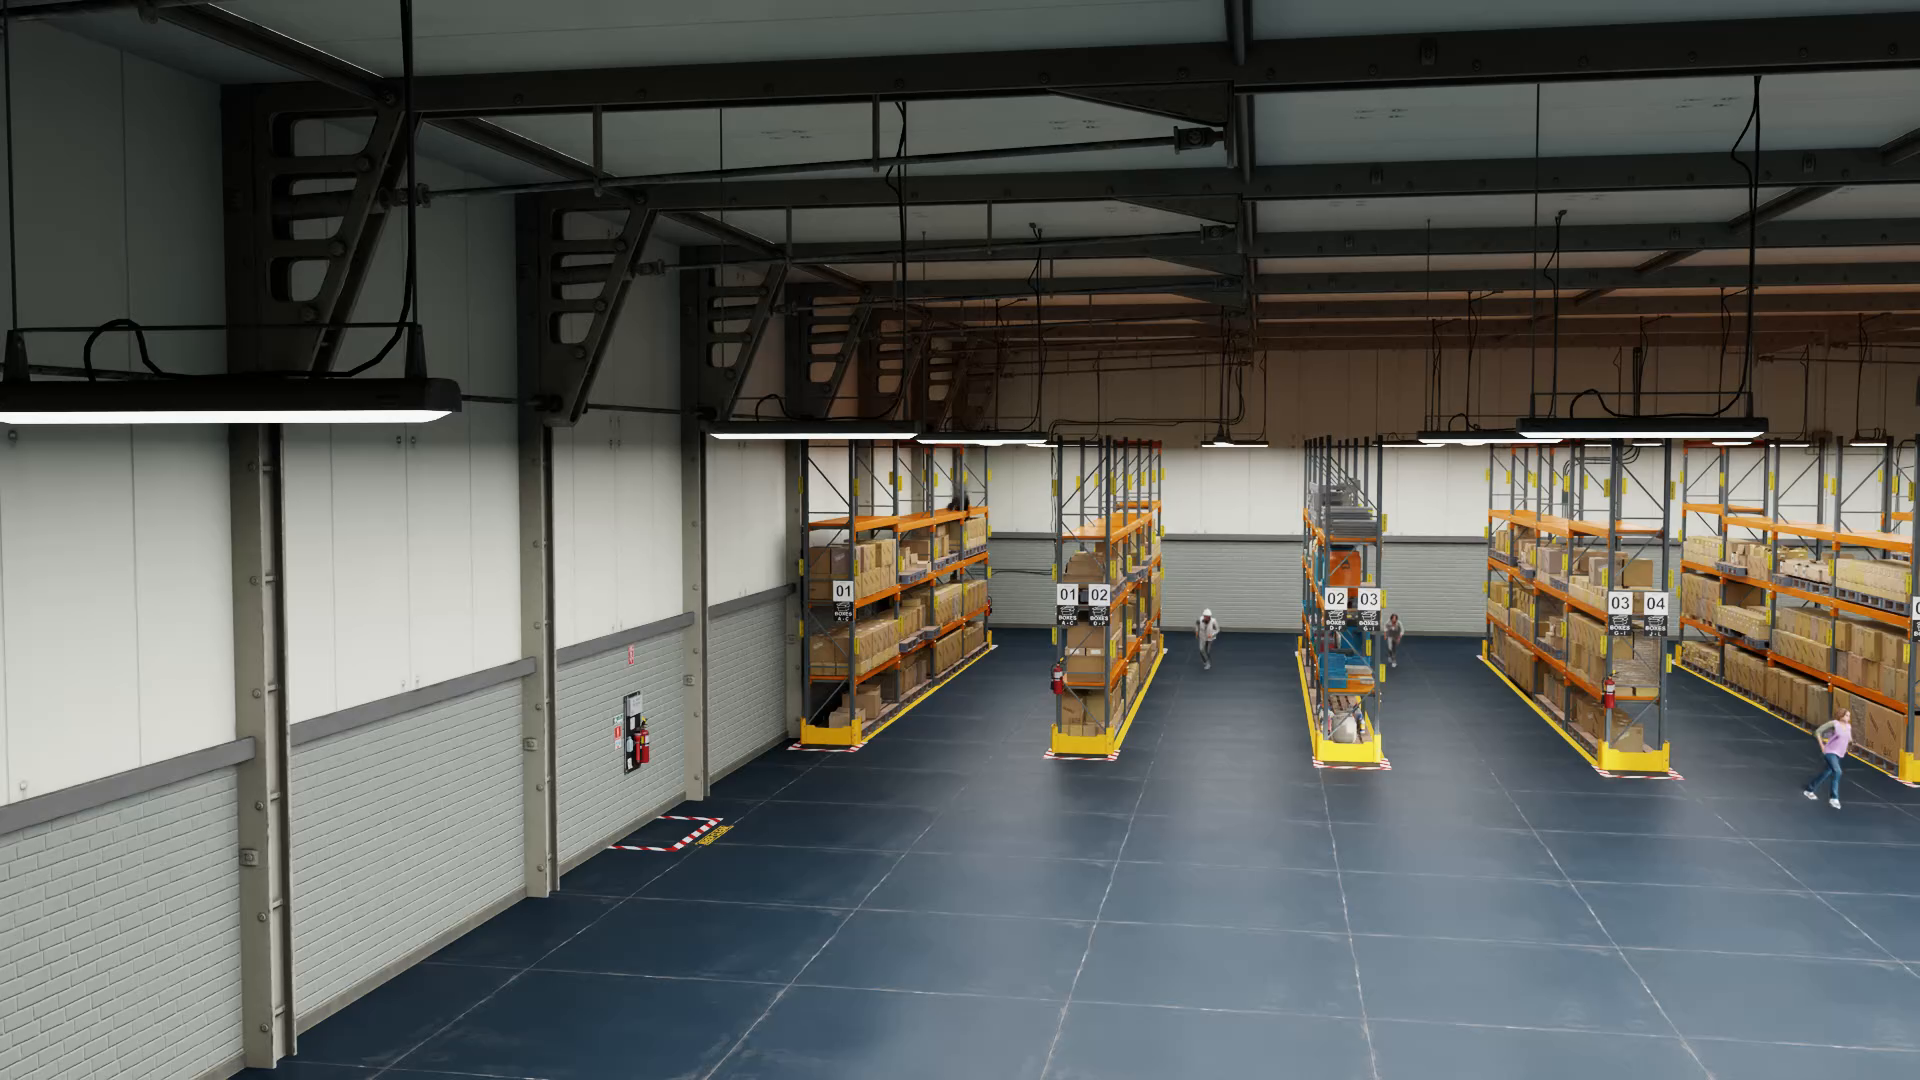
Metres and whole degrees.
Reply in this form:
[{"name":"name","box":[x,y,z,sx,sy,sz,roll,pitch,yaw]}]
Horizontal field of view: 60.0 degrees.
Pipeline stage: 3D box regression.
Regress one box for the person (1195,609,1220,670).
[{"name":"person","box":[6.500,2.580,43.615,0.645,1.615,1.111,1,3,12]}]

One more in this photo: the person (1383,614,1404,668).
[{"name":"person","box":[11.483,2.641,44.038,0.534,1.457,0.967,1,3,13]}]

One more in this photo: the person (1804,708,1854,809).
[{"name":"person","box":[14.017,3.460,26.754,0.635,1.543,0.800,-1,3,-25]}]

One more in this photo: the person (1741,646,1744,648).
[{"name":"person","box":[22.111,2.313,46.631,0.864,1.841,0.656,-1,3,-25]}]
